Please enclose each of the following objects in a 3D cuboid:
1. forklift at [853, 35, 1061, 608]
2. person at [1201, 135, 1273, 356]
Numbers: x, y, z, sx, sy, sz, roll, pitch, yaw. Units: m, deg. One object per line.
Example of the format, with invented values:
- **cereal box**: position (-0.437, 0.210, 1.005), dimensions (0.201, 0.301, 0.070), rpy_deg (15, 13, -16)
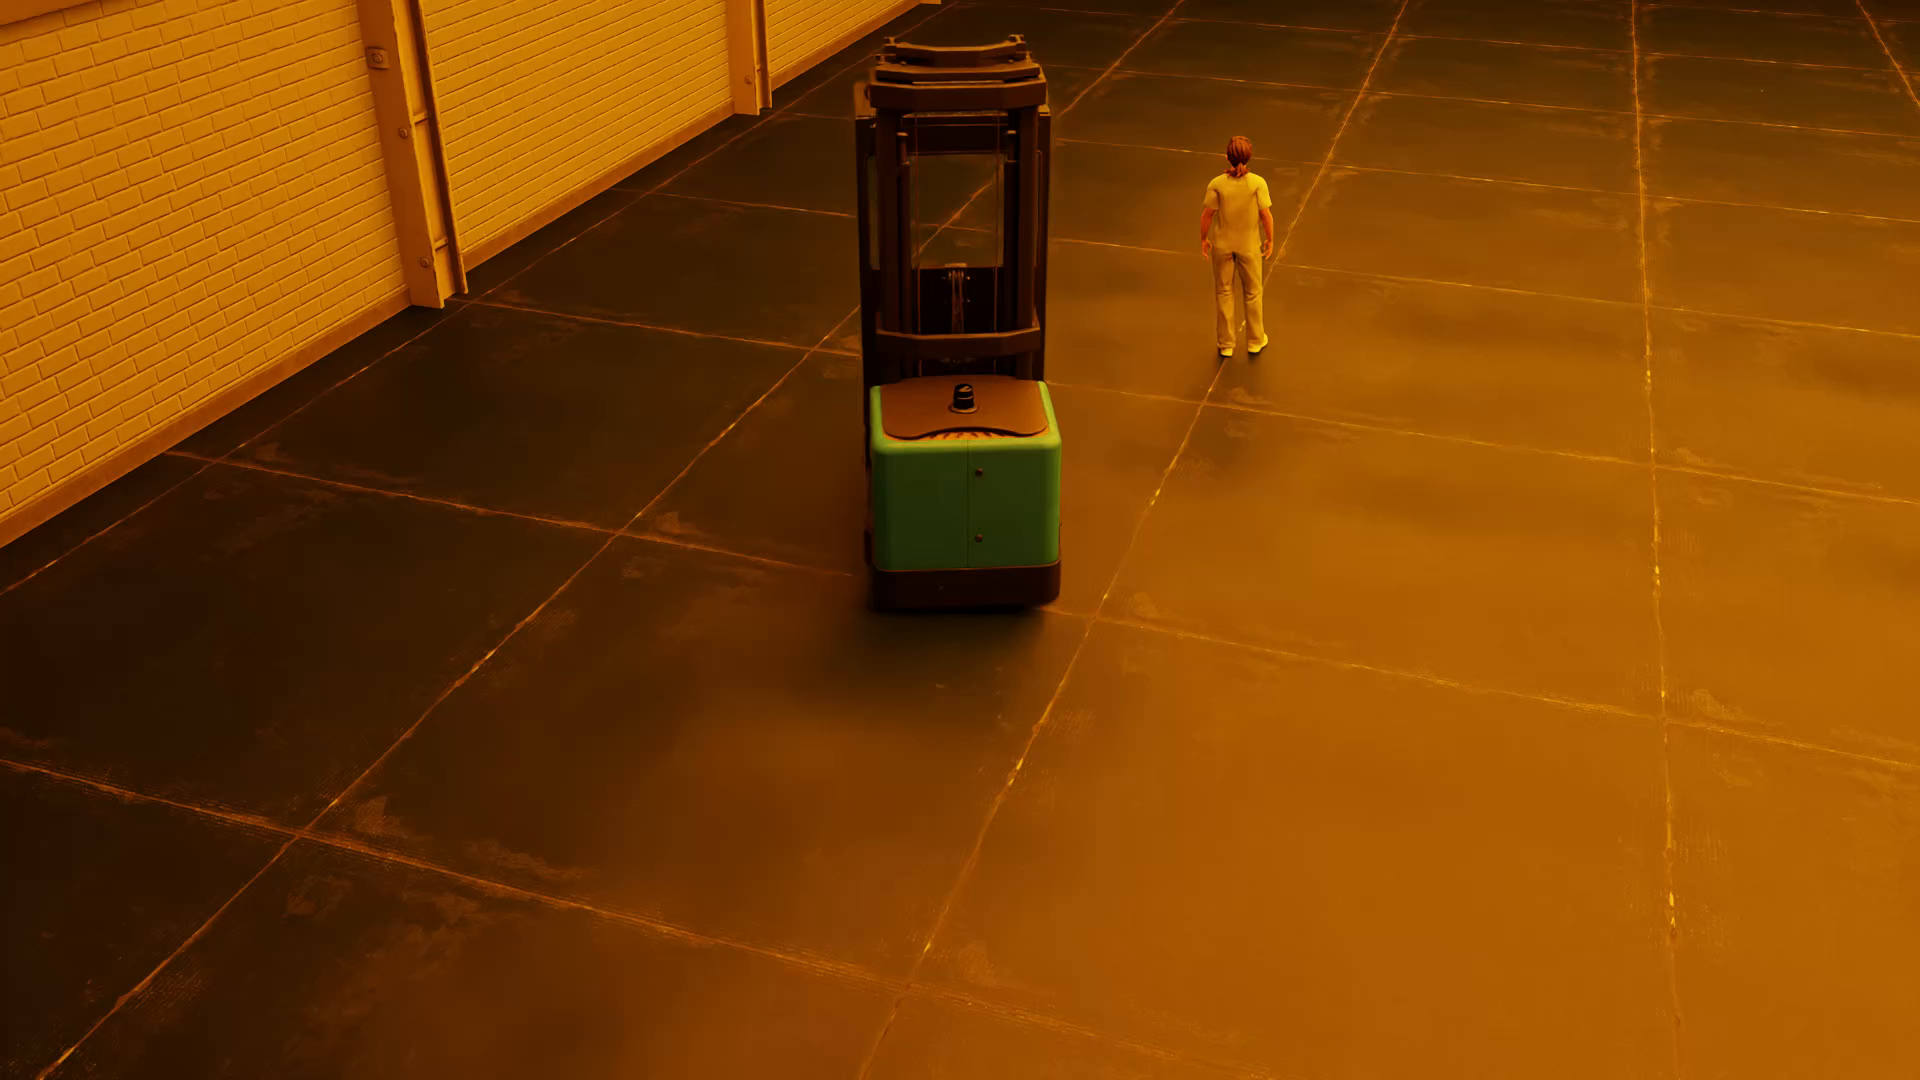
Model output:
- **forklift**: position (-0.057, -1.592, 9.928), dimensions (1.130, 2.935, 3.031), rpy_deg (-2, 30, -3)
- **person**: position (2.037, -2.165, 12.189), dimensions (0.548, 1.674, 0.549), rpy_deg (7, 30, 12)
